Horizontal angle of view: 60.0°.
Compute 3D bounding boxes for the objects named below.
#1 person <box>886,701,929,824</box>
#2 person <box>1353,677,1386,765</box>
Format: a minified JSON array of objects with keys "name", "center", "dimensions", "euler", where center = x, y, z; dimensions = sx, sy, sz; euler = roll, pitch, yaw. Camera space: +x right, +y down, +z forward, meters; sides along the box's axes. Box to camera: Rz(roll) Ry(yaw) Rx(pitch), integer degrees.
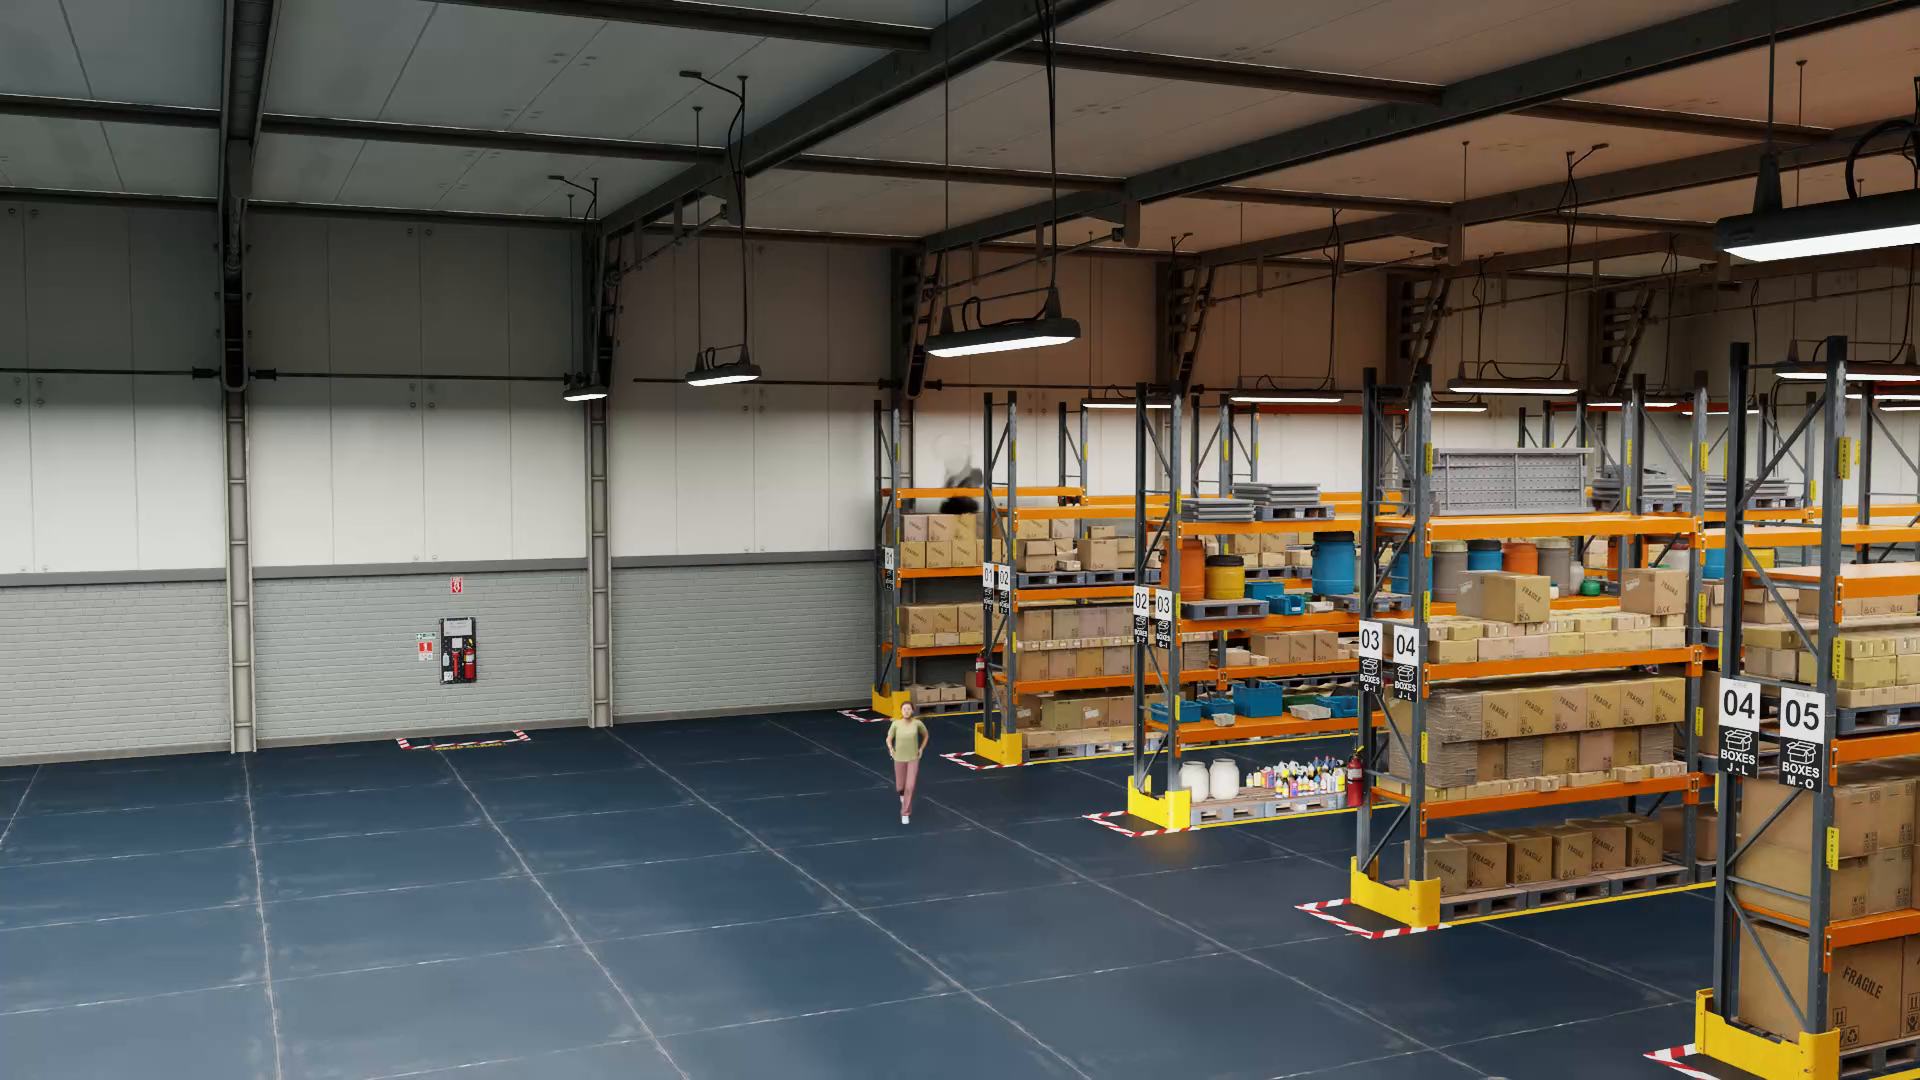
[{"name":"person","center":[-0.720,3.032,22.908],"dimensions":[0.589,1.654,0.712],"euler":[0,3,0]},{"name":"person","center":[6.436,2.768,26.230],"dimensions":[0.775,1.820,0.691],"euler":[-1,4,-19]}]
